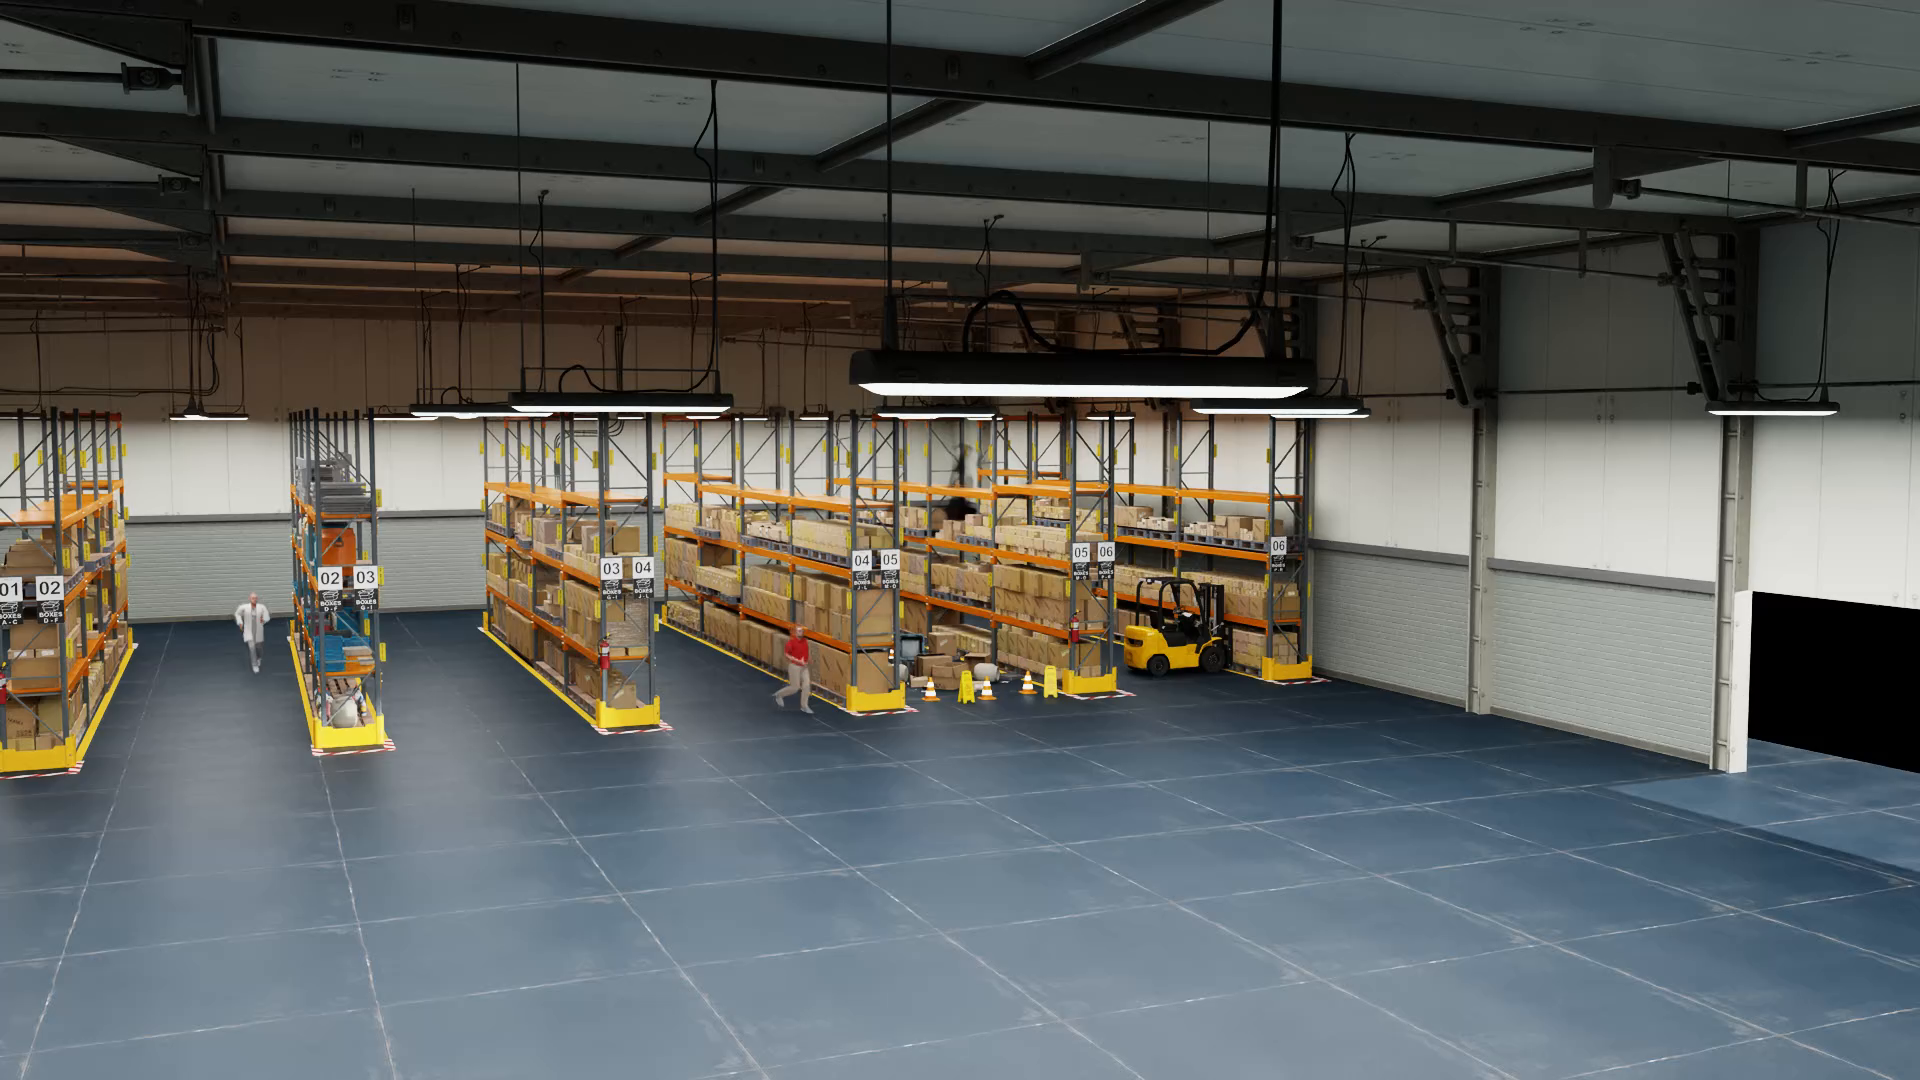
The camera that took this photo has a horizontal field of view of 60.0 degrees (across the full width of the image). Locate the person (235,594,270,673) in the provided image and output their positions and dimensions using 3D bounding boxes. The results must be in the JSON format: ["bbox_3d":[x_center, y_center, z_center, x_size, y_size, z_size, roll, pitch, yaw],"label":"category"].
[{"bbox_3d":[-16.367,2.135,38.509,0.717,1.787,1.057,-2,5,-30],"label":"person"}]

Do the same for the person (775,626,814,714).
[{"bbox_3d":[-3.245,2.568,33.061,0.870,1.732,0.671,3,5,38],"label":"person"}]
